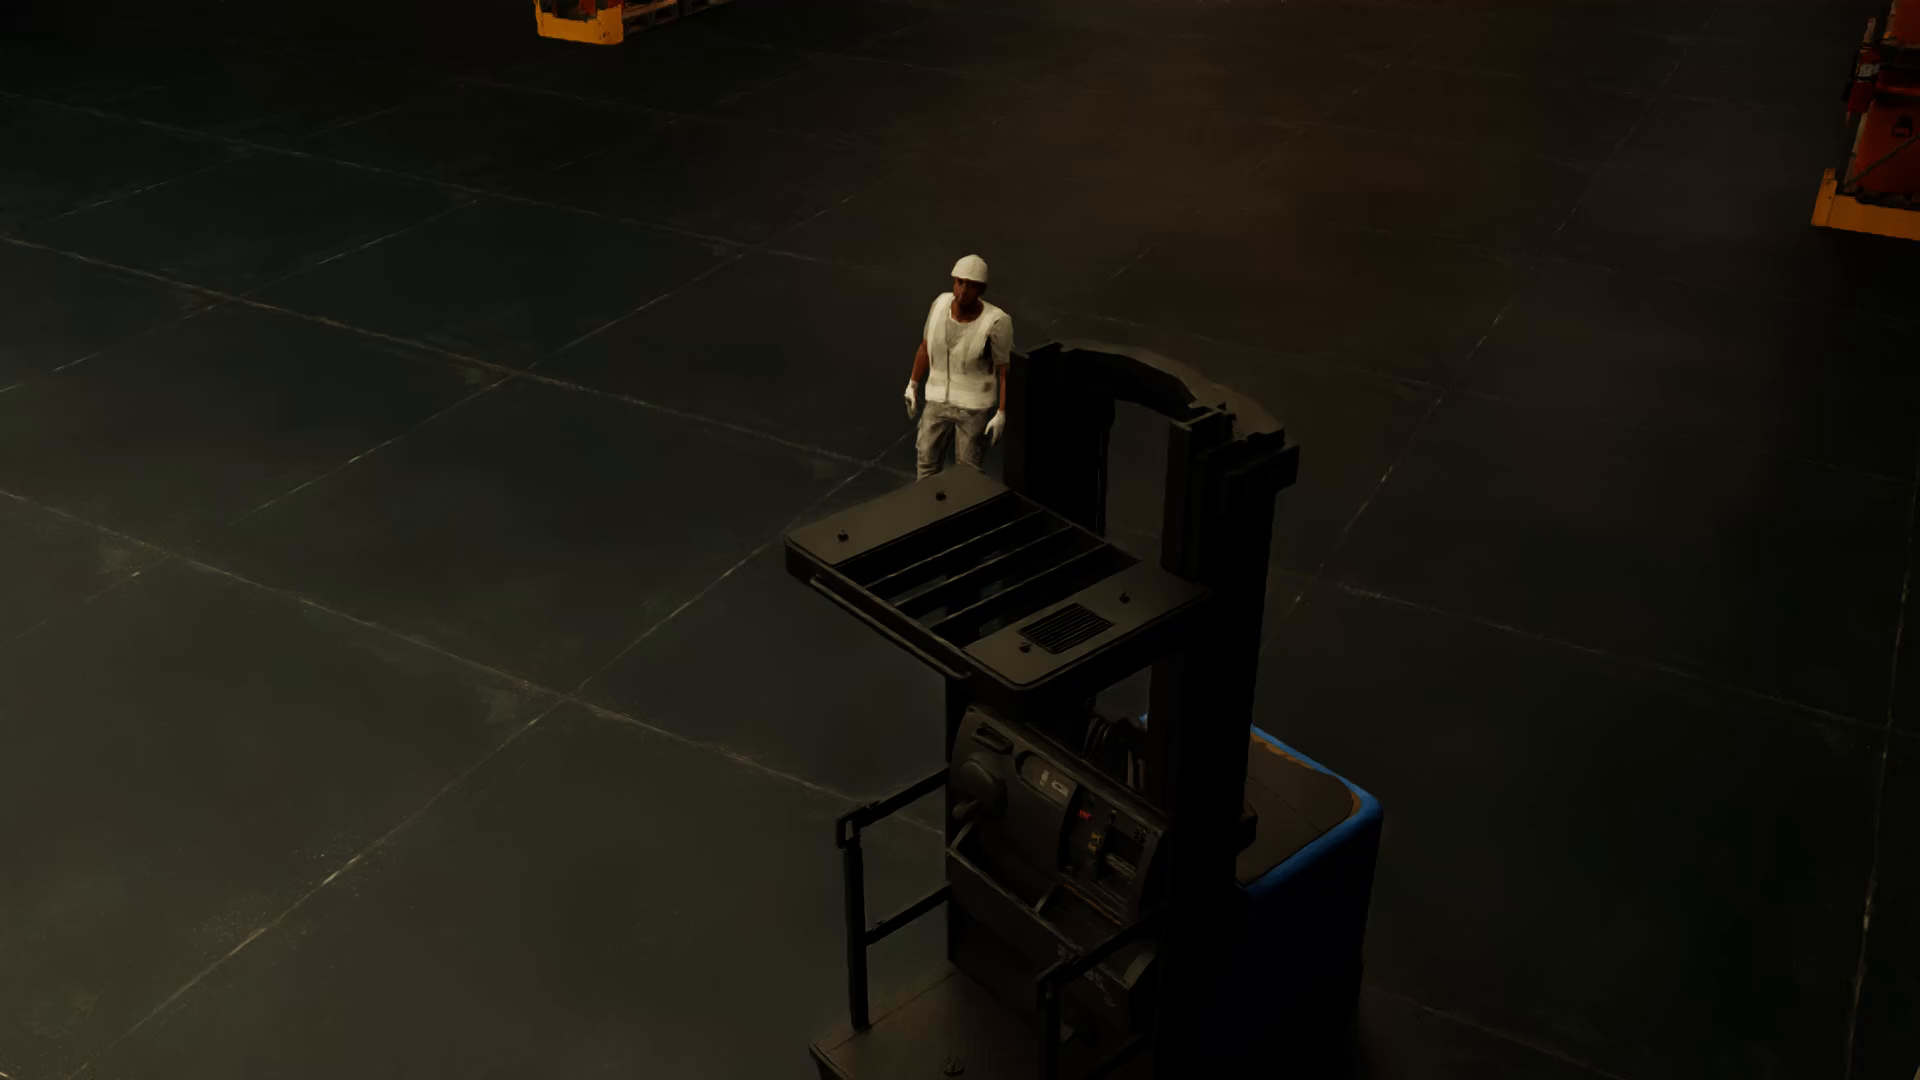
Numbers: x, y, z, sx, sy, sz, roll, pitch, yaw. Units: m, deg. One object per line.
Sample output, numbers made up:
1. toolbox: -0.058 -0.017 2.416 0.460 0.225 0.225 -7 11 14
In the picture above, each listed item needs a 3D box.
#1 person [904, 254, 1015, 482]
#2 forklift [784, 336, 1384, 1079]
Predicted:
1. person: -0.042 -0.749 9.502 0.655 1.782 0.576 15 33 25
2. forklift: 0.151 0.933 5.454 3.031 2.935 1.130 -24 37 -35
